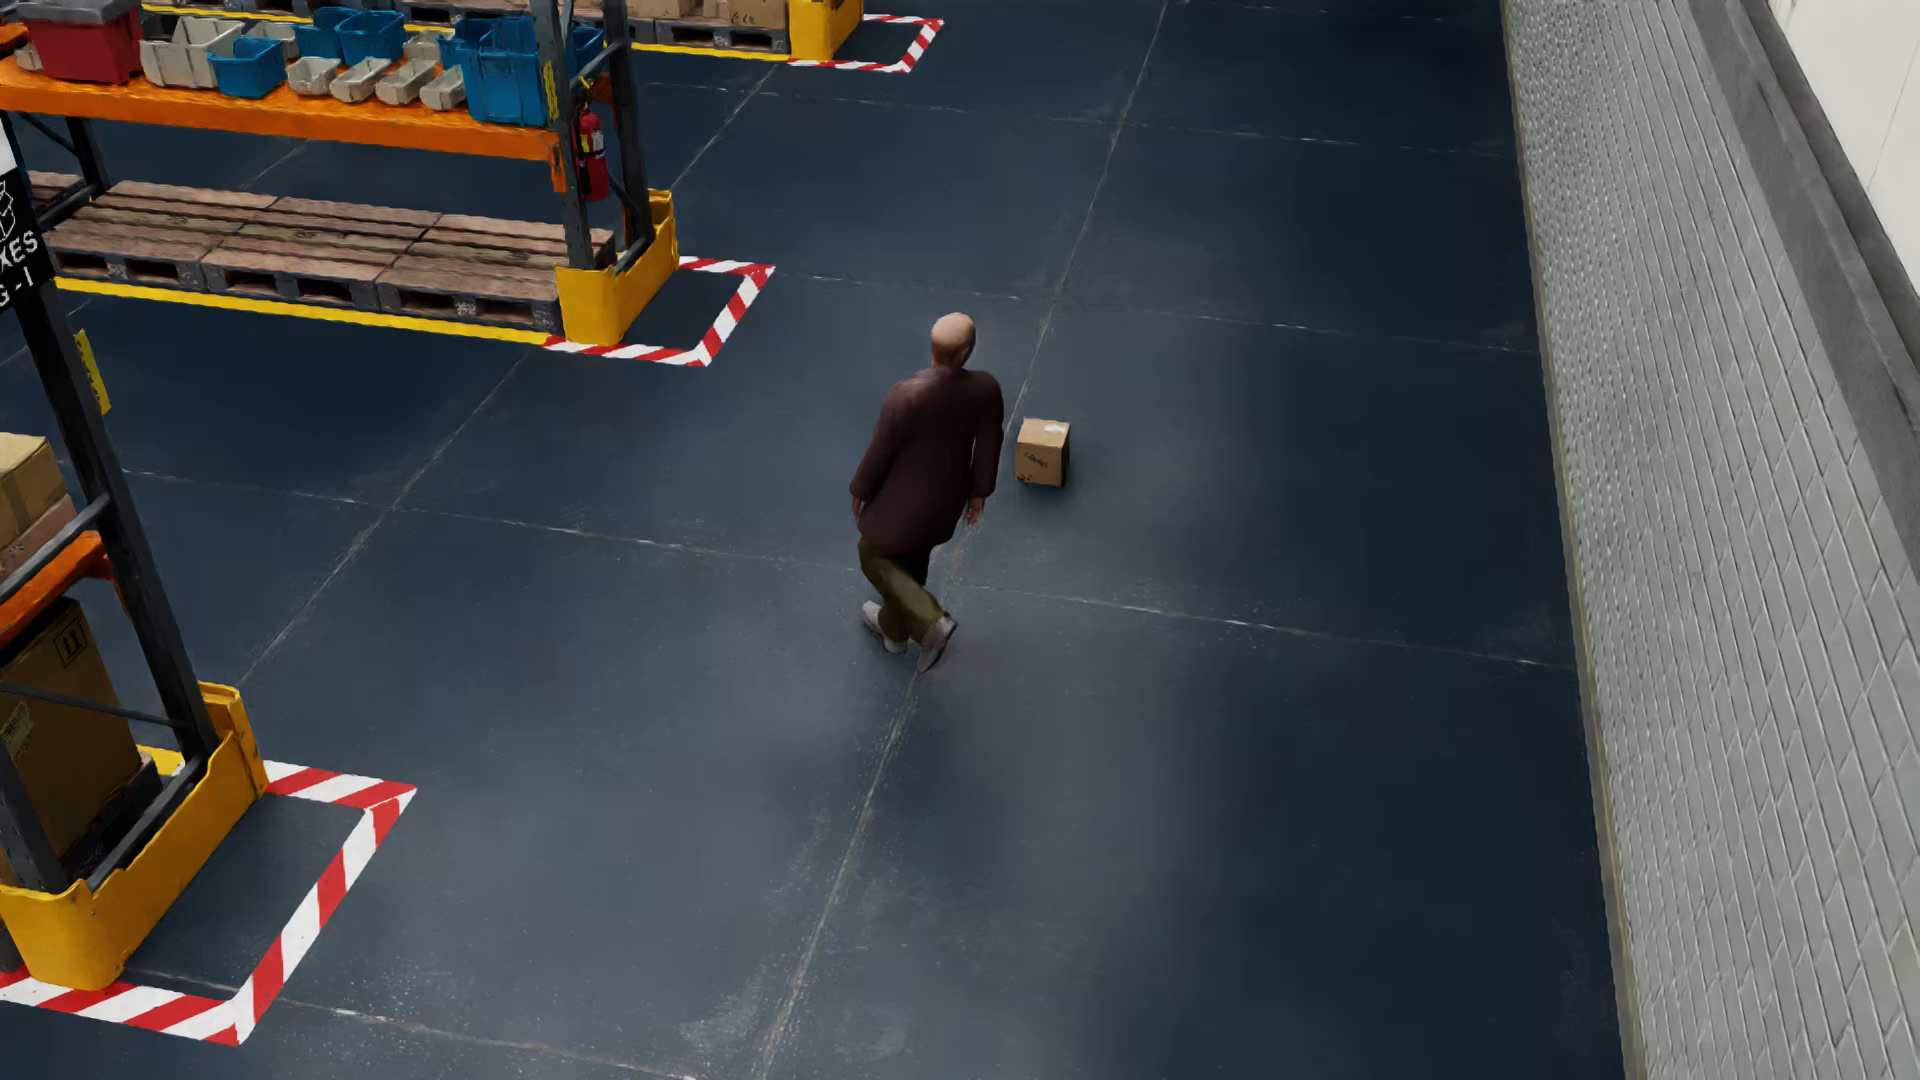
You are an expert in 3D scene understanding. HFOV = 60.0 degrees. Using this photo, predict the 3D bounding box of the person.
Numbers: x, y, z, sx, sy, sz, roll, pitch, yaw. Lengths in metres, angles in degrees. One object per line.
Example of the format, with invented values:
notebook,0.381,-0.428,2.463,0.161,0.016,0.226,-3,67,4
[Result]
person,-0.144,-0.201,7.276,0.646,1.740,0.776,-19,40,-24
